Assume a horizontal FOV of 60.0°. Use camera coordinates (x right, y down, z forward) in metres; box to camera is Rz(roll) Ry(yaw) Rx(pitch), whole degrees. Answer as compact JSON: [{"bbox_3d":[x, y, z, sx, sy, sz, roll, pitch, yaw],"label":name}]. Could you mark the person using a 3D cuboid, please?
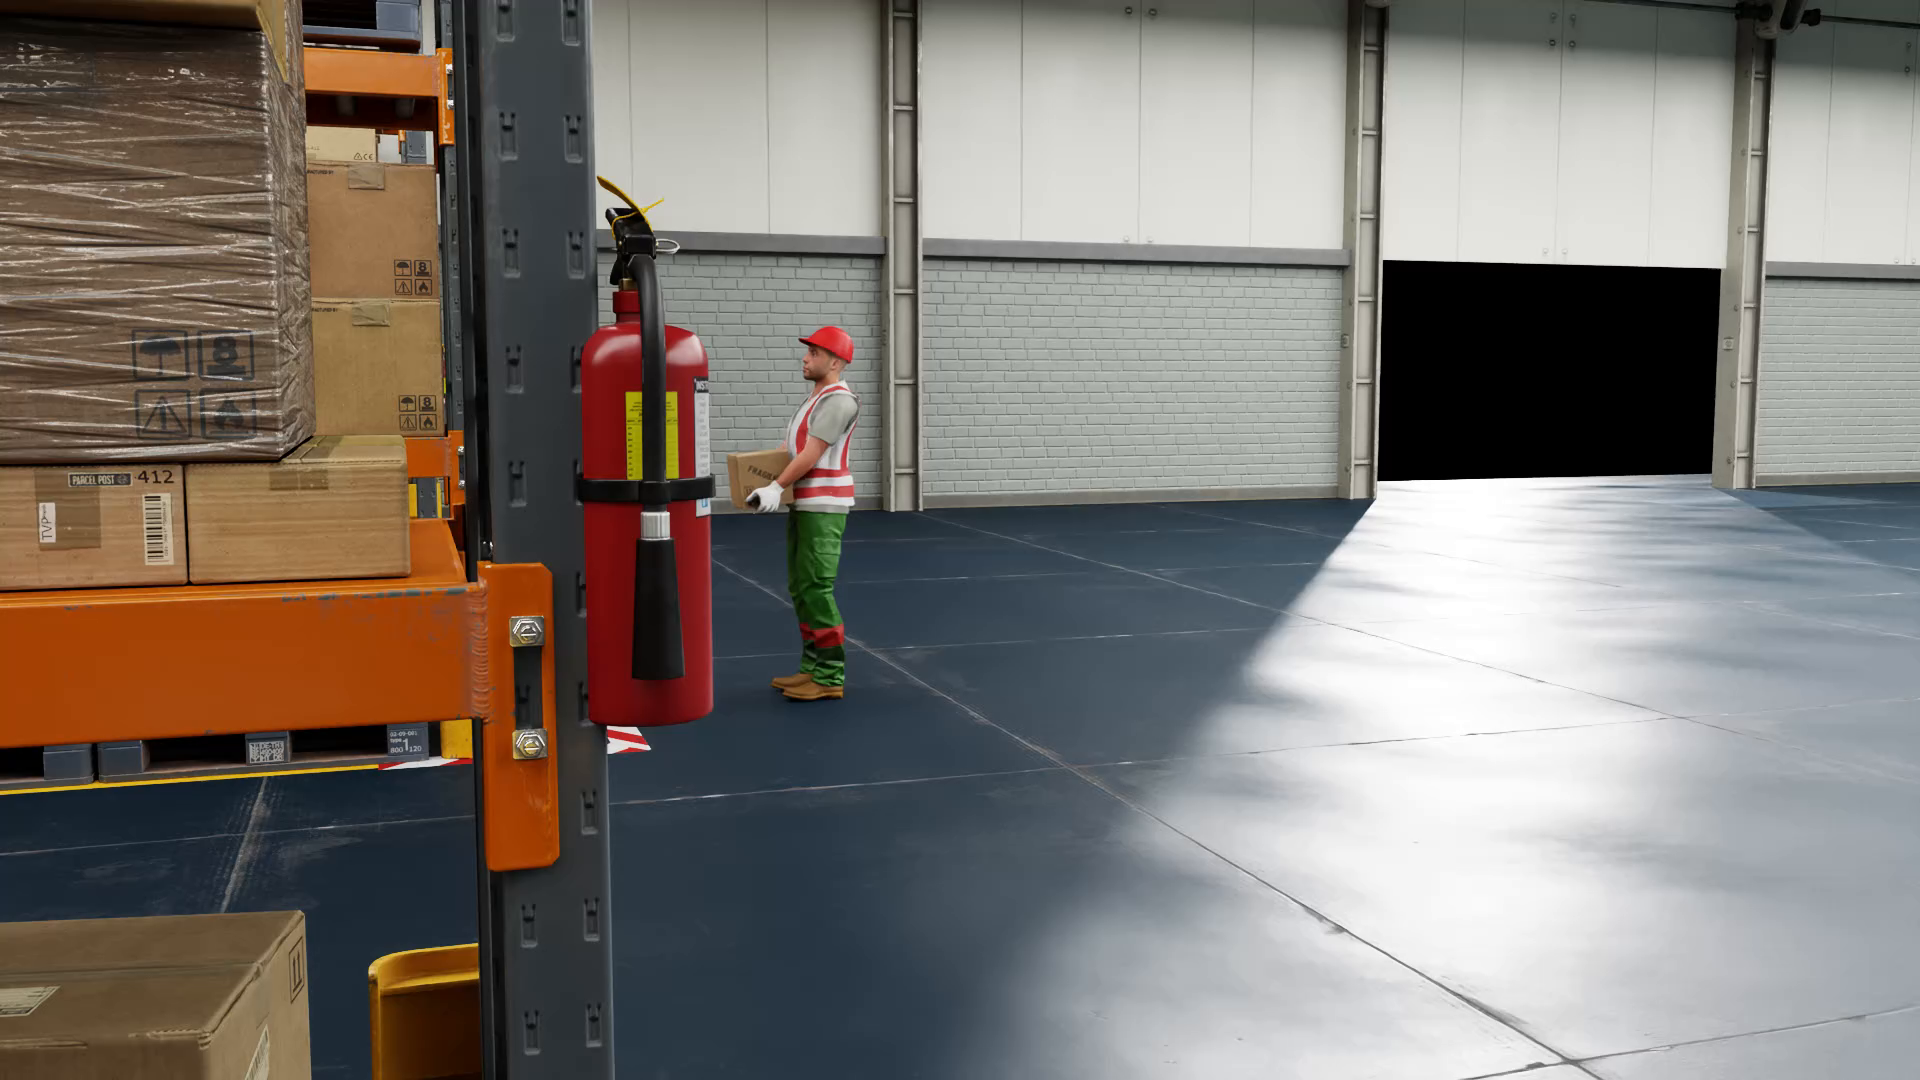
[{"bbox_3d":[-0.779,-0.130,7.985,0.561,1.785,0.497,-2,6,-19],"label":"person"}]
